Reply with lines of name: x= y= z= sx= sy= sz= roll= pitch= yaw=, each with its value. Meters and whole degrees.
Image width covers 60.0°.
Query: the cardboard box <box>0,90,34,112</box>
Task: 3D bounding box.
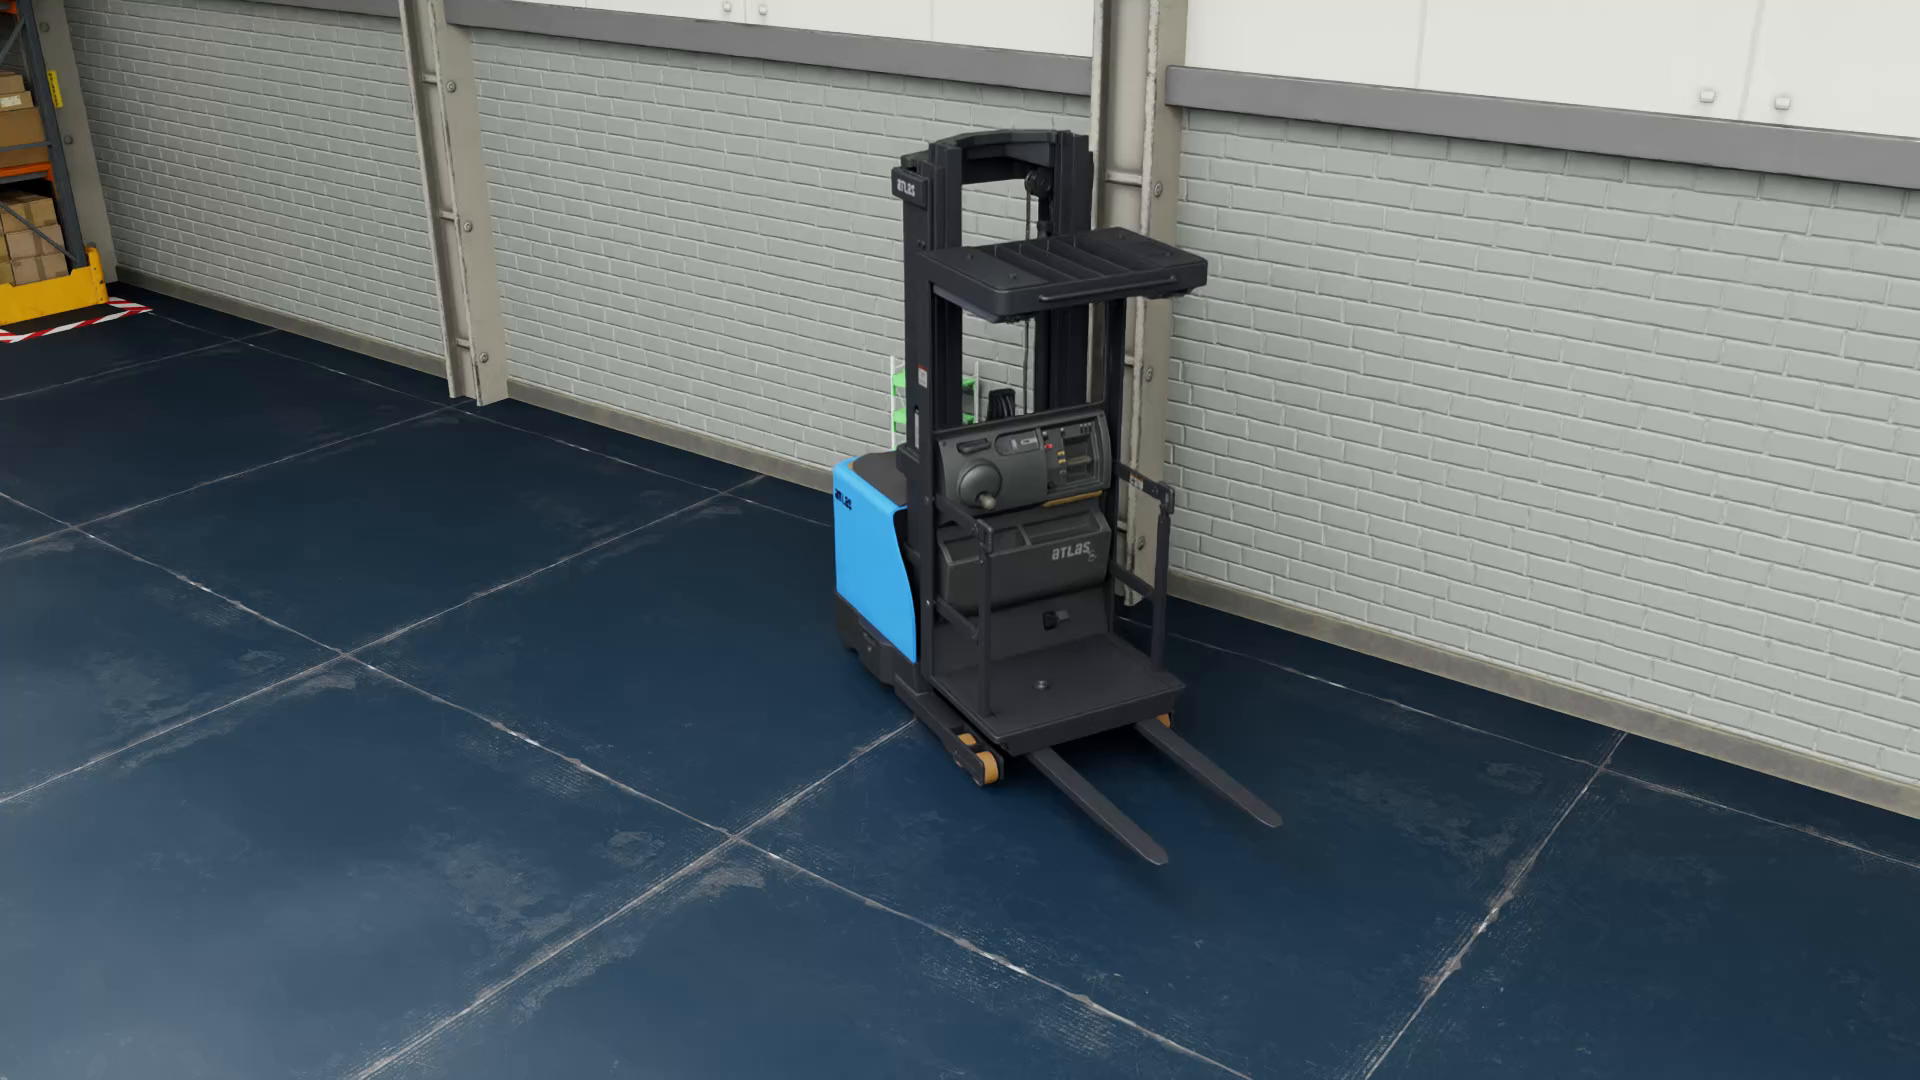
cardboard box: x=-8.754 y=-4.027 z=15.240 sx=0.250 sy=0.149 sz=0.380 roll=16 pitch=28 yaw=32

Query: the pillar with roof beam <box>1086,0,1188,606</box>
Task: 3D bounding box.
pillar with roof beam: x=-1.634 y=-2.432 z=5.109 sx=0.400 sy=9.000 sz=9.100 roll=17 pitch=29 yaw=33

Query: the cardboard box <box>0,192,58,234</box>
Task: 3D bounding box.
cardboard box: x=-8.909 y=-3.087 z=15.686 sx=0.500 sy=0.250 sz=0.500 roll=16 pitch=29 yaw=33

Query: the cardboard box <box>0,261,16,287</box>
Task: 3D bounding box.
cardboard box: x=-9.204 y=-2.464 z=15.511 sx=0.500 sy=0.250 sz=0.500 roll=17 pitch=29 yaw=34

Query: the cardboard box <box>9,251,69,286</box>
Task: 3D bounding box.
cardboard box: x=-8.914 y=-2.634 z=15.898 sx=0.500 sy=0.250 sz=0.500 roll=17 pitch=29 yaw=34

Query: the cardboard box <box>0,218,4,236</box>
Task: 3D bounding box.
cardboard box: x=-9.194 y=-2.921 z=15.308 sx=0.500 sy=0.250 sz=0.500 roll=18 pitch=29 yaw=35

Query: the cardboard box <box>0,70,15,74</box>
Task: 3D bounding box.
cardboard box: x=-8.954 y=-4.232 z=15.337 sx=0.250 sy=0.149 sz=0.380 roll=18 pitch=29 yaw=35

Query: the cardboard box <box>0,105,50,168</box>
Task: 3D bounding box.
cardboard box: x=-8.868 y=-3.774 z=15.470 sx=0.500 sy=0.500 sz=0.500 roll=18 pitch=29 yaw=35

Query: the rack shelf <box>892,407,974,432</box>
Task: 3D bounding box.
rack shelf: x=-0.160 y=-0.735 z=10.492 sx=0.480 sy=0.148 sz=0.258 roll=17 pitch=28 yaw=33

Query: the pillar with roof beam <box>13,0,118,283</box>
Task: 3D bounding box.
pillar with roof beam: x=-11.237 y=-5.334 z=11.695 sx=0.400 sy=9.000 sz=9.100 roll=17 pitch=29 yaw=33

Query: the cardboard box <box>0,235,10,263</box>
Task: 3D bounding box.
cardboard box: x=-9.215 y=-2.698 z=15.422 sx=0.500 sy=0.250 sz=0.500 roll=16 pitch=29 yaw=33

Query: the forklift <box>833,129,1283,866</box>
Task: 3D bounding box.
forklift: x=0.426 y=-0.358 z=7.928 sx=1.130 sy=2.935 sz=3.031 roll=-12 pitch=27 yaw=-25

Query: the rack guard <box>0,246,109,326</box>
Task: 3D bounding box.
rack guard: x=-8.619 y=-2.369 z=15.506 sx=0.348 sy=0.500 sz=1.175 roll=17 pitch=29 yaw=33

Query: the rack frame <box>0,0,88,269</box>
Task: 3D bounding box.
rack frame: x=-8.638 y=-3.518 z=15.015 sx=0.127 sy=3.000 sz=1.000 roll=17 pitch=29 yaw=33

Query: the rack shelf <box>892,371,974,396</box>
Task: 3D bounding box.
rack shelf: x=-0.160 y=-0.955 z=10.396 sx=0.480 sy=0.148 sz=0.258 roll=17 pitch=28 yaw=33

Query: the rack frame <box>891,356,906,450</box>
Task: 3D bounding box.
rack frame: x=-0.358 y=-0.632 z=10.695 sx=0.015 sy=1.200 sz=0.240 roll=17 pitch=28 yaw=33

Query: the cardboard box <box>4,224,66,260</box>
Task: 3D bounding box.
cardboard box: x=-8.890 y=-2.862 z=15.794 sx=0.500 sy=0.250 sz=0.500 roll=17 pitch=29 yaw=34

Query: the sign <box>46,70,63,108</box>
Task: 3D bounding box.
sign: x=-8.300 y=-4.128 z=15.228 sx=0.005 sy=0.325 sz=0.100 roll=17 pitch=29 yaw=33

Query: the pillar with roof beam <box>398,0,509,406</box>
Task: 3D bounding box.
pillar with roof beam: x=-6.435 y=-3.883 z=8.402 sx=0.400 sy=9.000 sz=9.100 roll=17 pitch=29 yaw=33

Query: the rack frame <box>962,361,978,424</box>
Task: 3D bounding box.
rack frame: x=0.036 y=-0.515 z=10.430 sx=0.015 sy=1.200 sz=0.240 roll=17 pitch=28 yaw=33

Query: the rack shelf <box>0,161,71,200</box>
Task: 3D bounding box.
rack shelf: x=-10.238 y=-3.673 z=16.258 sx=4.000 sy=0.370 sz=1.077 roll=17 pitch=29 yaw=33

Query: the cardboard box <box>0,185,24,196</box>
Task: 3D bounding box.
cardboard box: x=-9.311 y=-3.207 z=15.957 sx=0.500 sy=0.250 sz=0.500 roll=17 pitch=29 yaw=33

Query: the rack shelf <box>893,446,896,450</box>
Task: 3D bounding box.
rack shelf: x=-0.161 y=-0.515 z=10.588 sx=0.480 sy=0.148 sz=0.258 roll=17 pitch=28 yaw=33

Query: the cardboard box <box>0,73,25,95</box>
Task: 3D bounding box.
cardboard box: x=-8.779 y=-4.147 z=15.145 sx=0.250 sy=0.149 sz=0.380 roll=16 pitch=28 yaw=32

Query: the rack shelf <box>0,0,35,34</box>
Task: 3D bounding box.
rack shelf: x=-10.238 y=-5.045 z=15.653 sx=4.000 sy=0.370 sz=1.077 roll=17 pitch=29 yaw=33

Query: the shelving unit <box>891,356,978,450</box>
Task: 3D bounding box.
shelving unit: x=-0.161 y=-0.574 z=10.562 sx=0.503 sy=1.200 sz=0.258 roll=17 pitch=28 yaw=33
